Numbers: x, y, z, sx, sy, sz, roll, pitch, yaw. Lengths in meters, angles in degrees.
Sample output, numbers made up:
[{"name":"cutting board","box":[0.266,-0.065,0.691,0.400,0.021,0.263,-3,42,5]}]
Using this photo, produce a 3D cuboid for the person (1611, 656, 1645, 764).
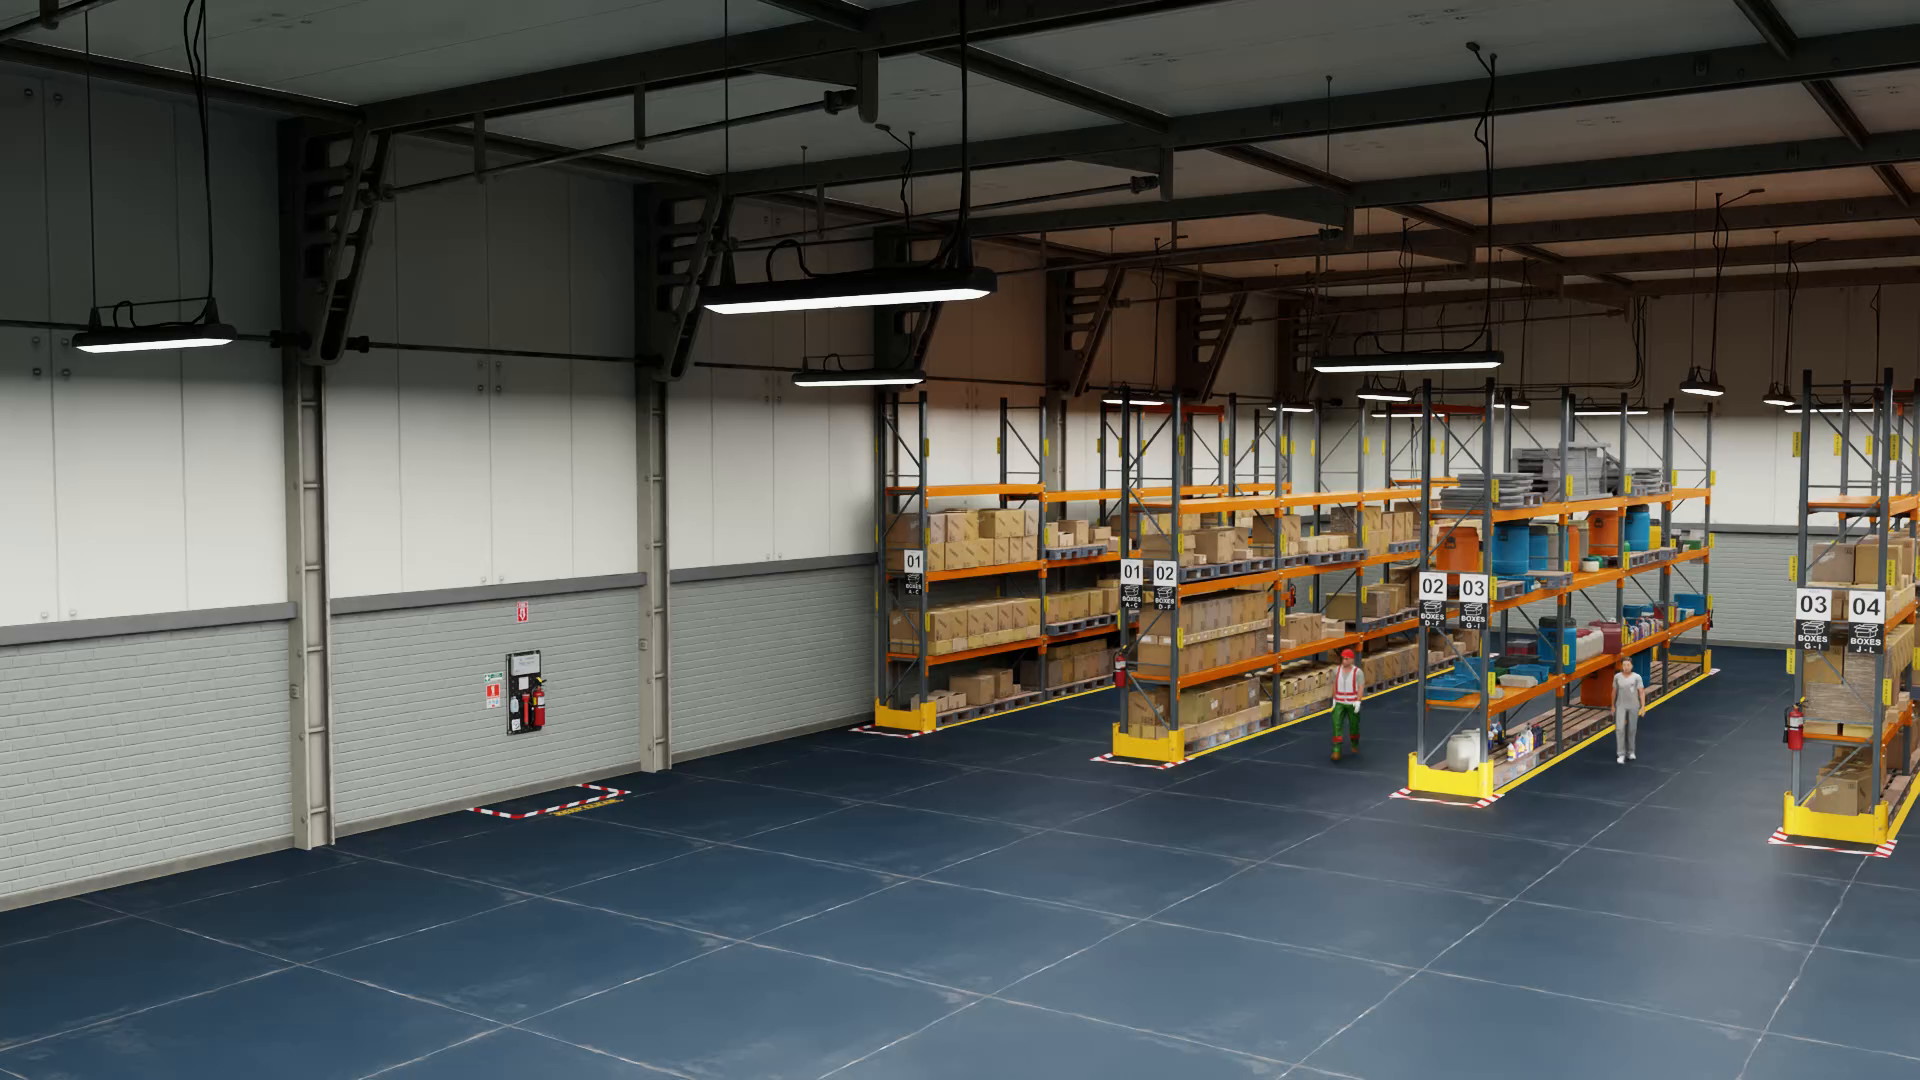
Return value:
[{"name":"person","box":[10.644,2.692,26.497,0.508,1.672,0.686,1,3,23]}]

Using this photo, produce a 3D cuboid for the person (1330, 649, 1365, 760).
[{"name":"person","box":[6.211,2.626,26.716,0.550,1.737,1.020,2,4,26]}]
